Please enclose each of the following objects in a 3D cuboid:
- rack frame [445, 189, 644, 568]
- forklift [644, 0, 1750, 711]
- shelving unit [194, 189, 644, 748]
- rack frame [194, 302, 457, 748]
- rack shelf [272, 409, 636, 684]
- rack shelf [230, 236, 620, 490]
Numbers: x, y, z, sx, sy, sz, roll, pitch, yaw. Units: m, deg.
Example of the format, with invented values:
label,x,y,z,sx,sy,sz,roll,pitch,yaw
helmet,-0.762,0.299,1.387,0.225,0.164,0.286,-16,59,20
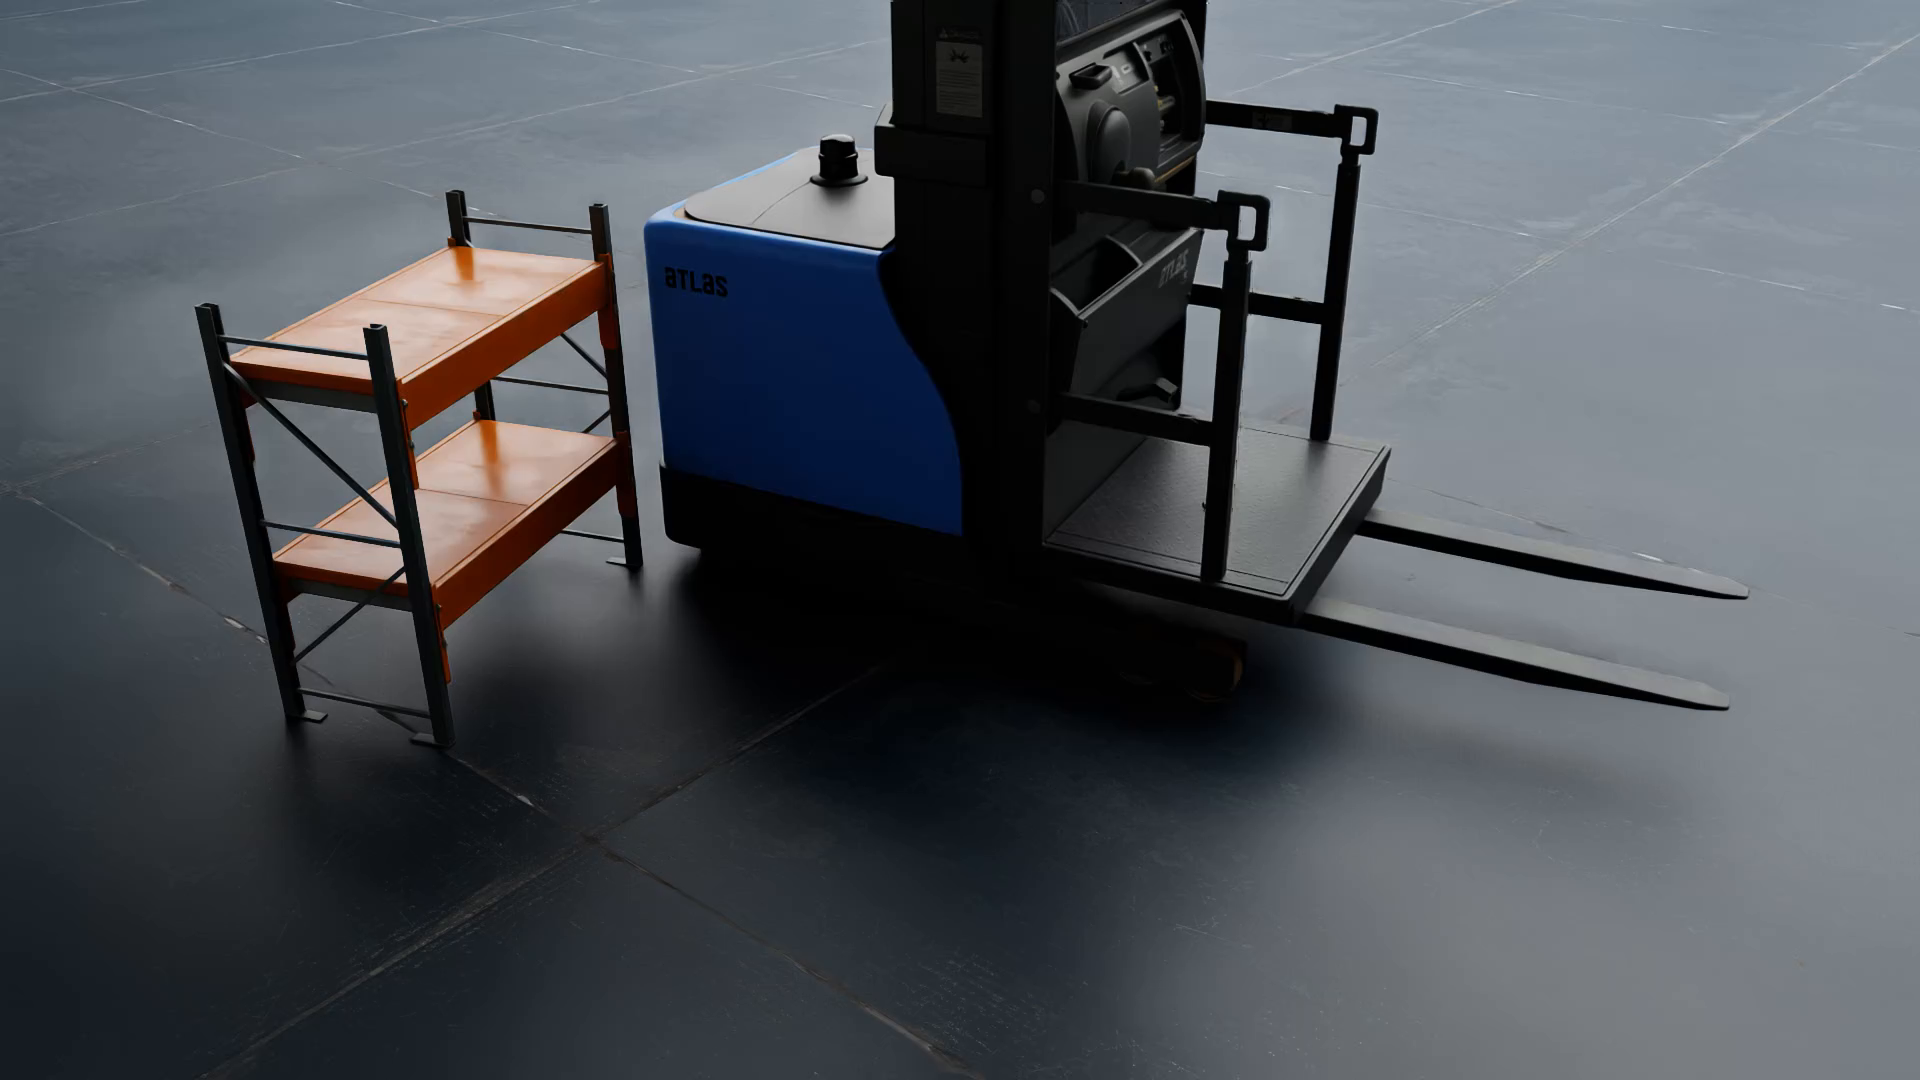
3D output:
label,x,y,z,sx,sy,sz,roll,pitch,yaw
rack frame,-1.215,-0.456,4.908,0.500,1.125,0.032,9,29,16
forklift,0.640,-1.149,4.282,3.031,2.935,1.130,13,30,24
shelving unit,-1.372,-0.234,4.479,0.538,1.125,1.048,9,29,16
rack frame,-1.530,-0.012,4.049,0.500,1.125,0.032,9,29,16
rack shelf,-1.372,-0.017,4.591,0.538,0.278,1.000,9,29,16
rack shelf,-1.372,-0.494,4.344,0.538,0.278,1.000,9,29,16
